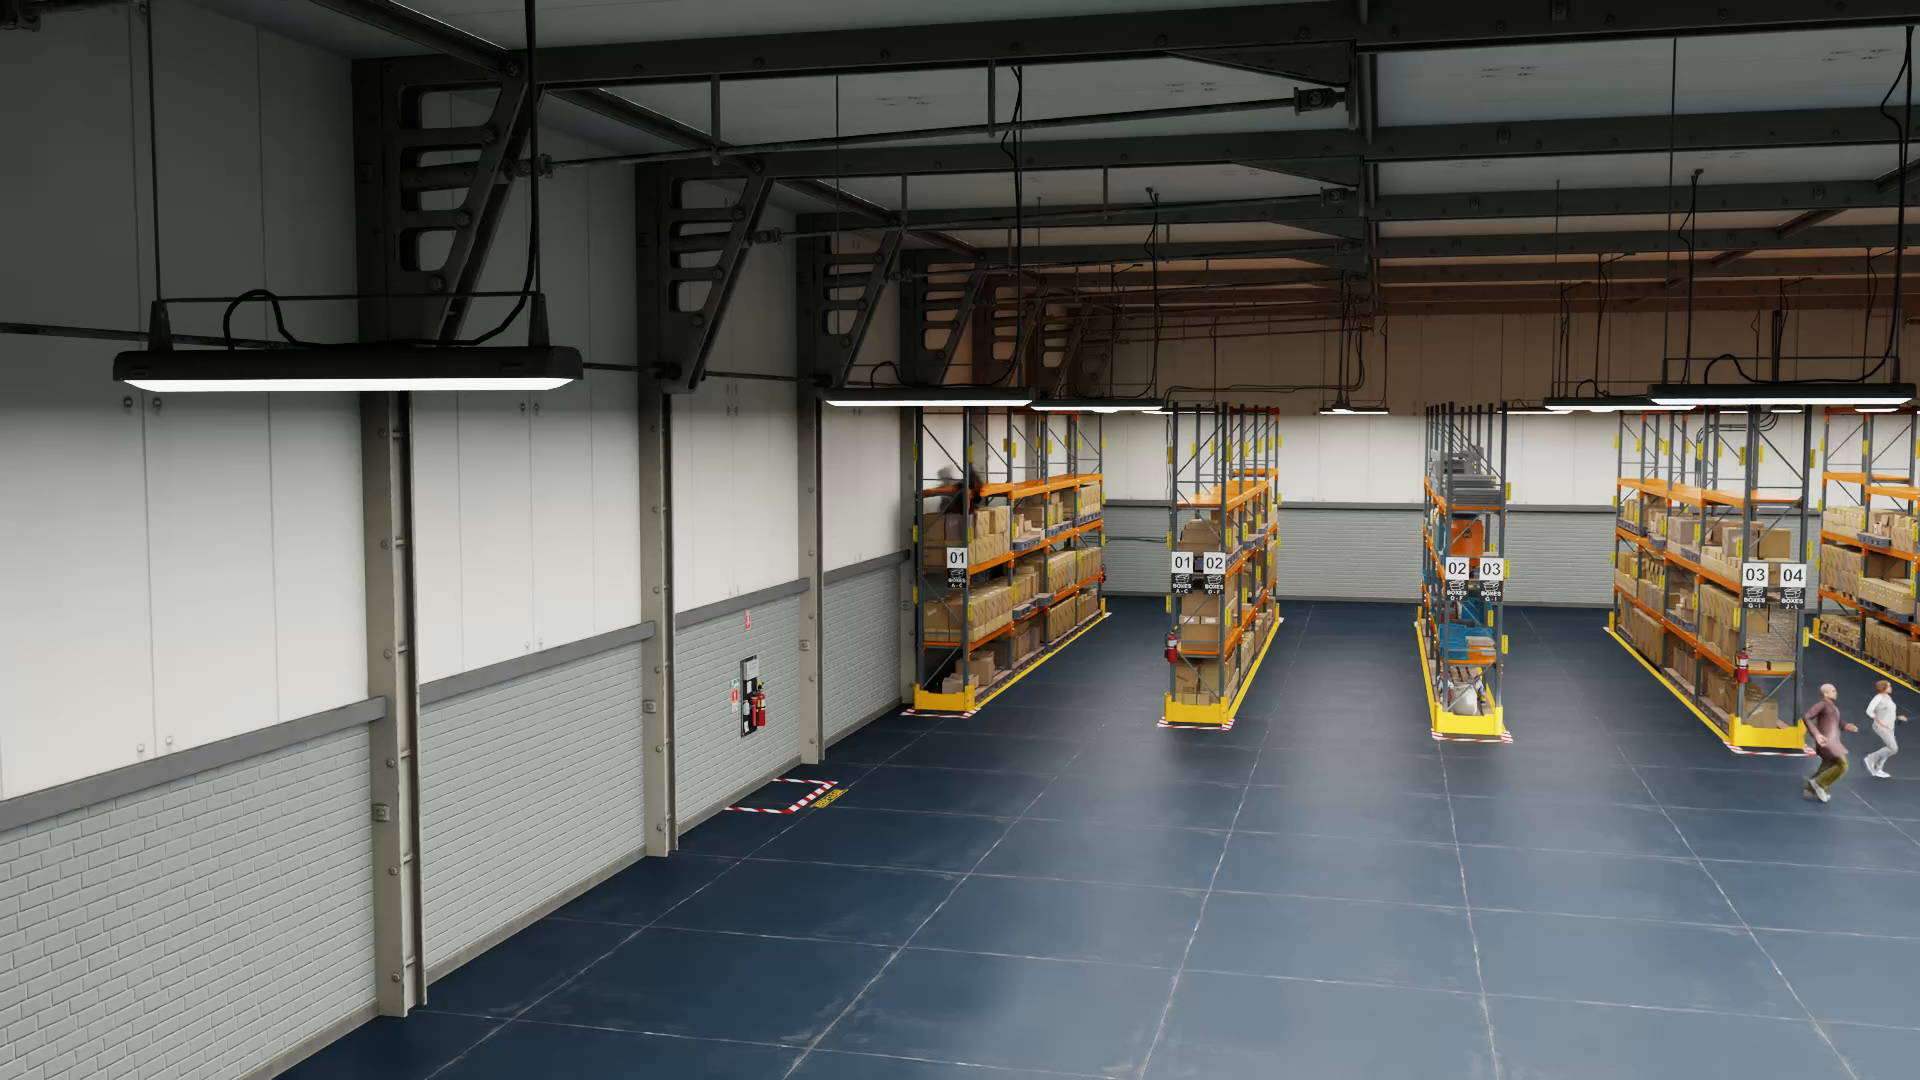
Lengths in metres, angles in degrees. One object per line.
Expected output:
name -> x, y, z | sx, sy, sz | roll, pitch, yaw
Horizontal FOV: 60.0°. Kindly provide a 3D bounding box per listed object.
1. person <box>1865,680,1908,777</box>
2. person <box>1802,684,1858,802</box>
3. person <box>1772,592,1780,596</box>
person -> 14.690, 2.995, 26.340 | 0.532, 1.553, 0.505 | -4, 6, -43
person -> 12.923, 3.014, 24.686 | 0.712, 1.747, 0.685 | 4, 6, 41
person -> 21.628, 1.609, 43.882 | 0.852, 1.766, 0.718 | -2, 5, -22
